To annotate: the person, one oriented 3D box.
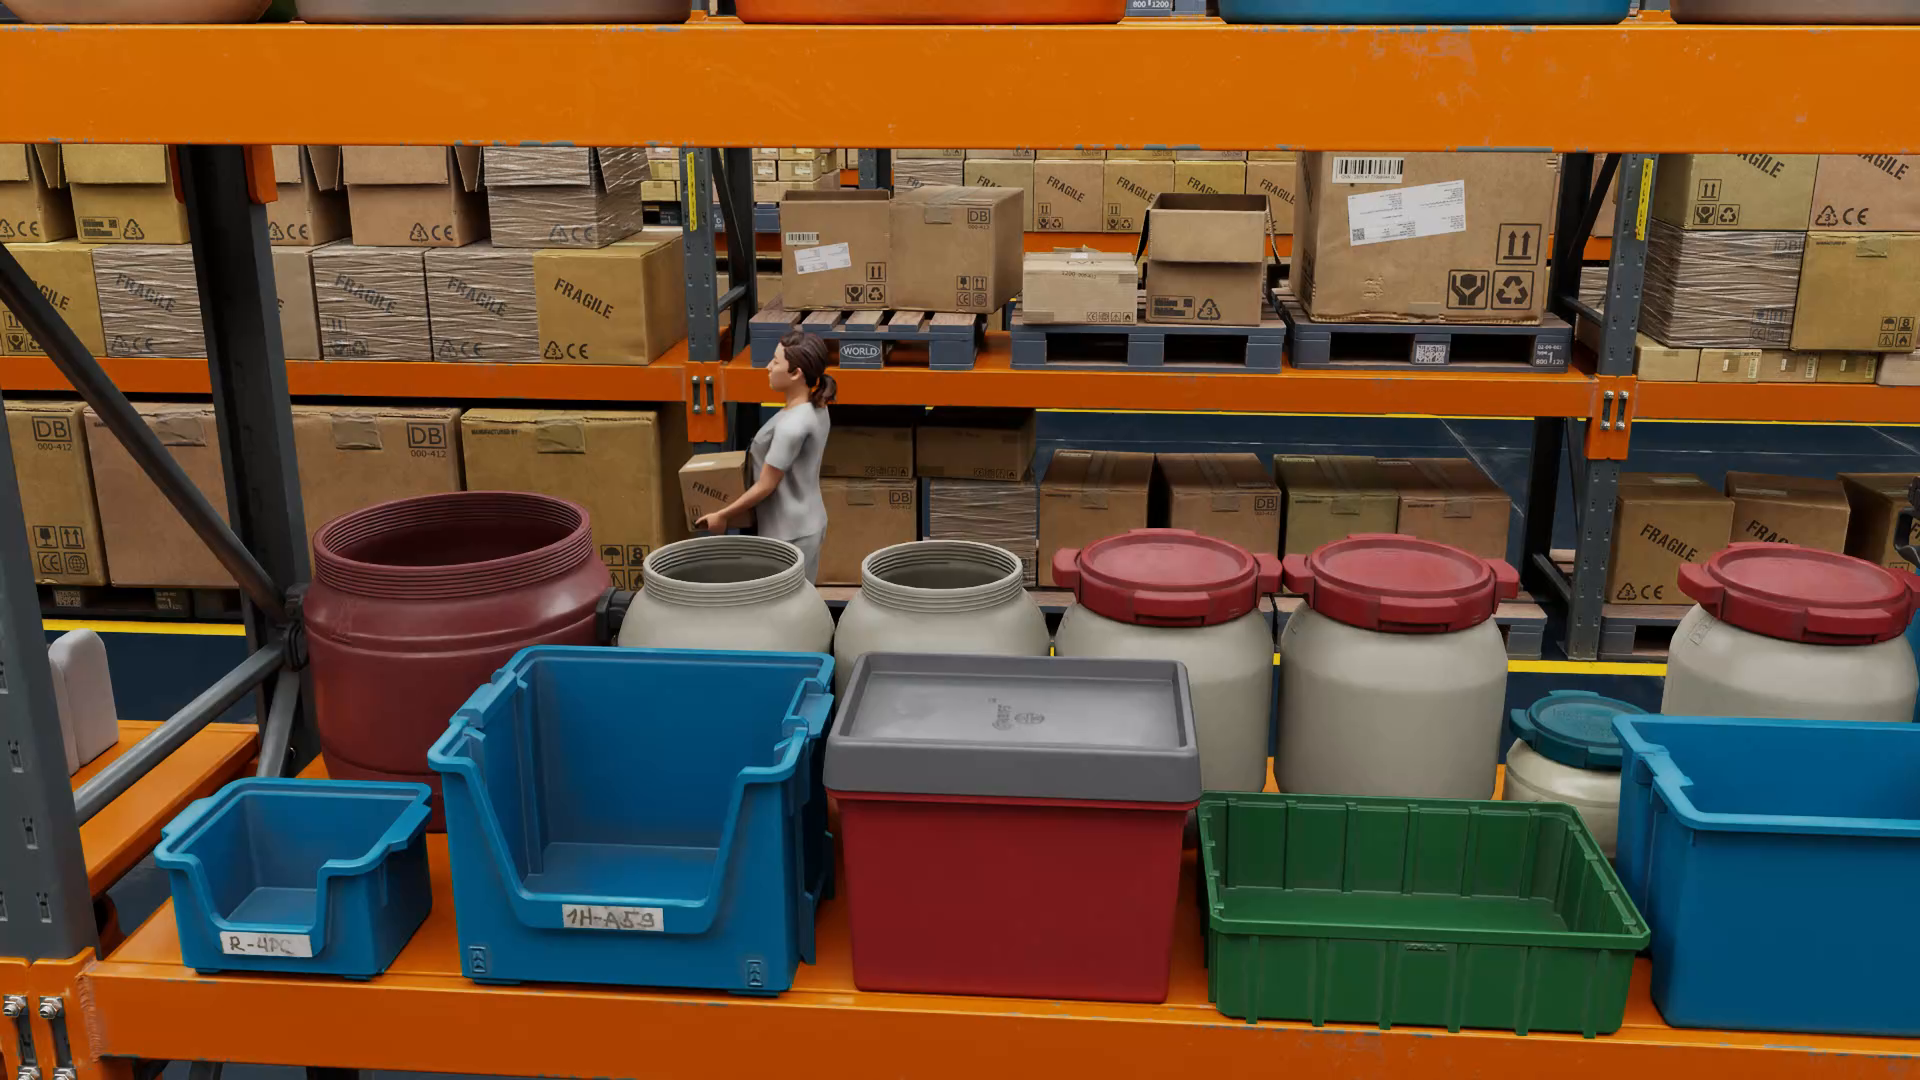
[{"bbox_3d":[-0.741,-0.010,6.606,0.561,1.662,0.436,2,18,5],"label":"person"}]
